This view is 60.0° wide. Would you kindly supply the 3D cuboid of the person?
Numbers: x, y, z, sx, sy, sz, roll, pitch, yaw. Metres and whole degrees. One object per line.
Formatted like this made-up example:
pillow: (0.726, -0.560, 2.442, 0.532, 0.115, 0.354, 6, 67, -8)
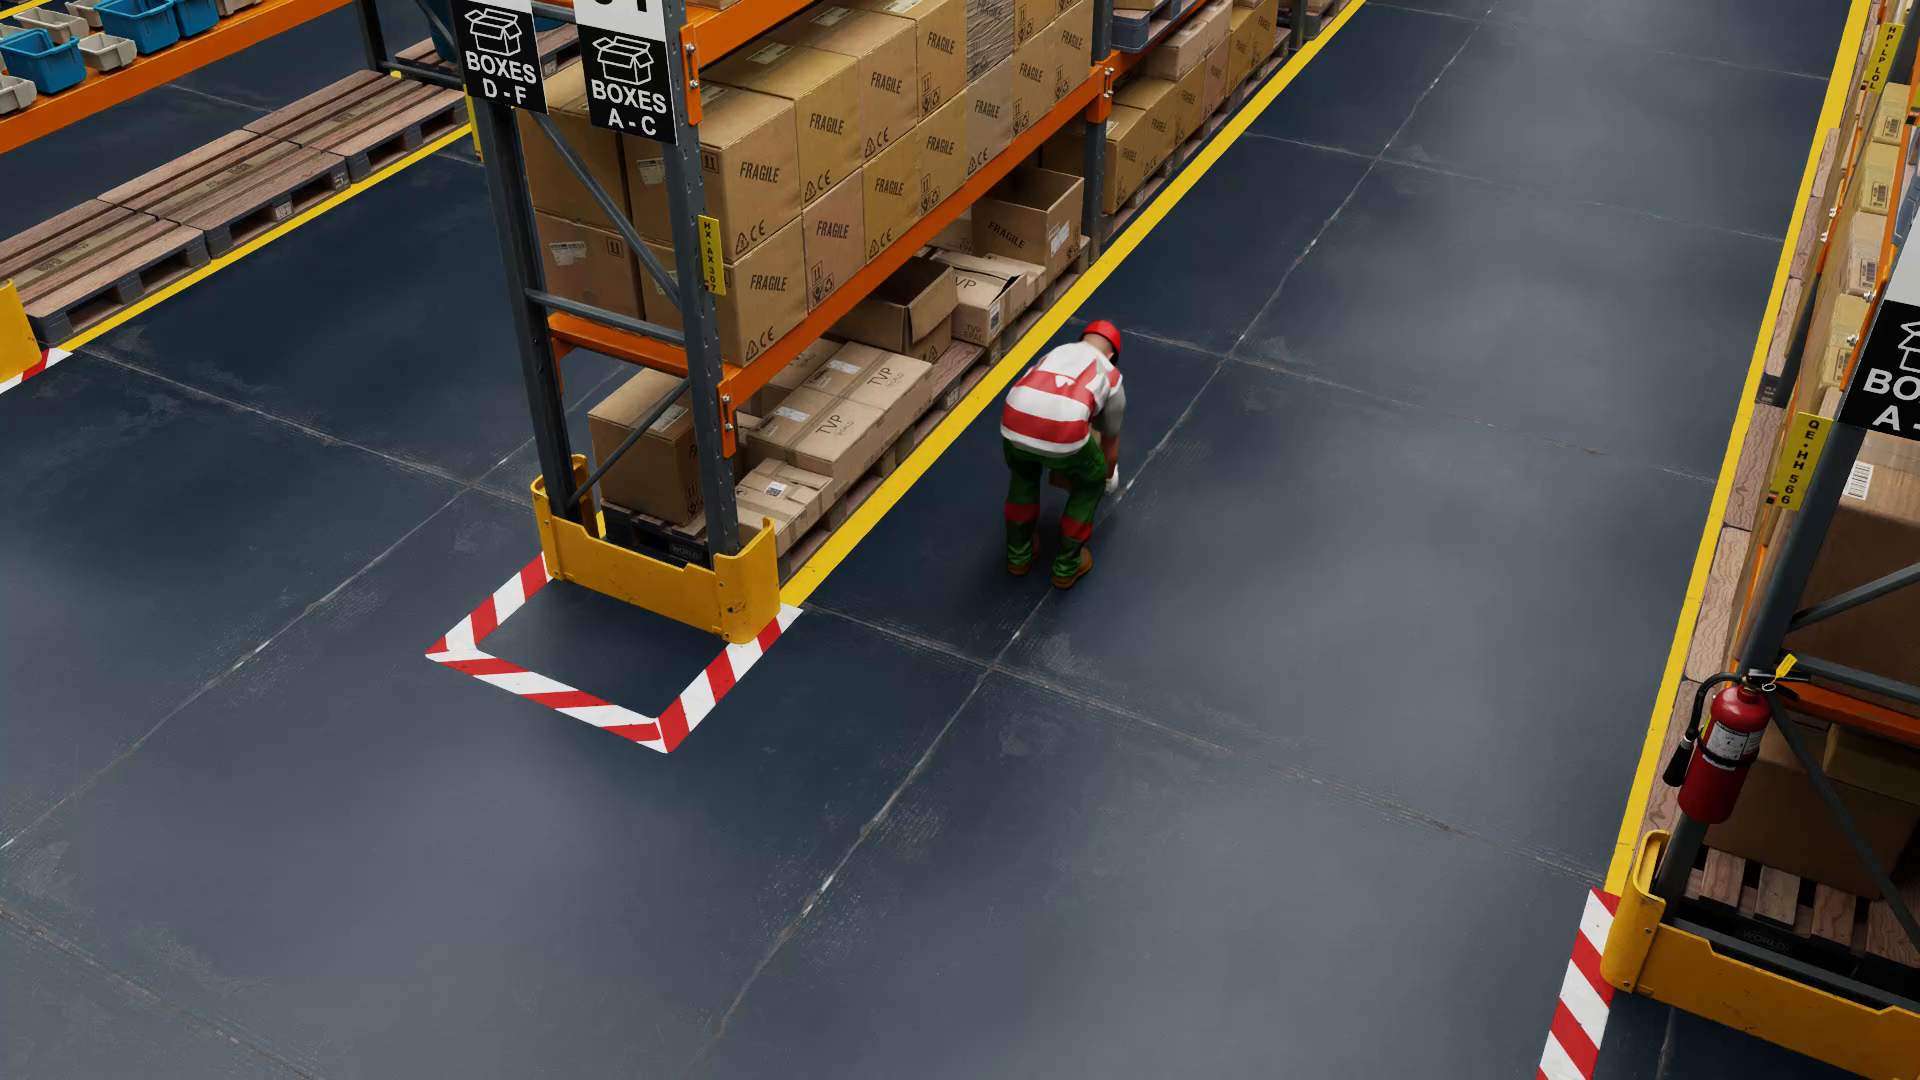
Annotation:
person: (0.514, -0.424, 7.844, 0.506, 1.095, 0.965, 16, 40, 20)
